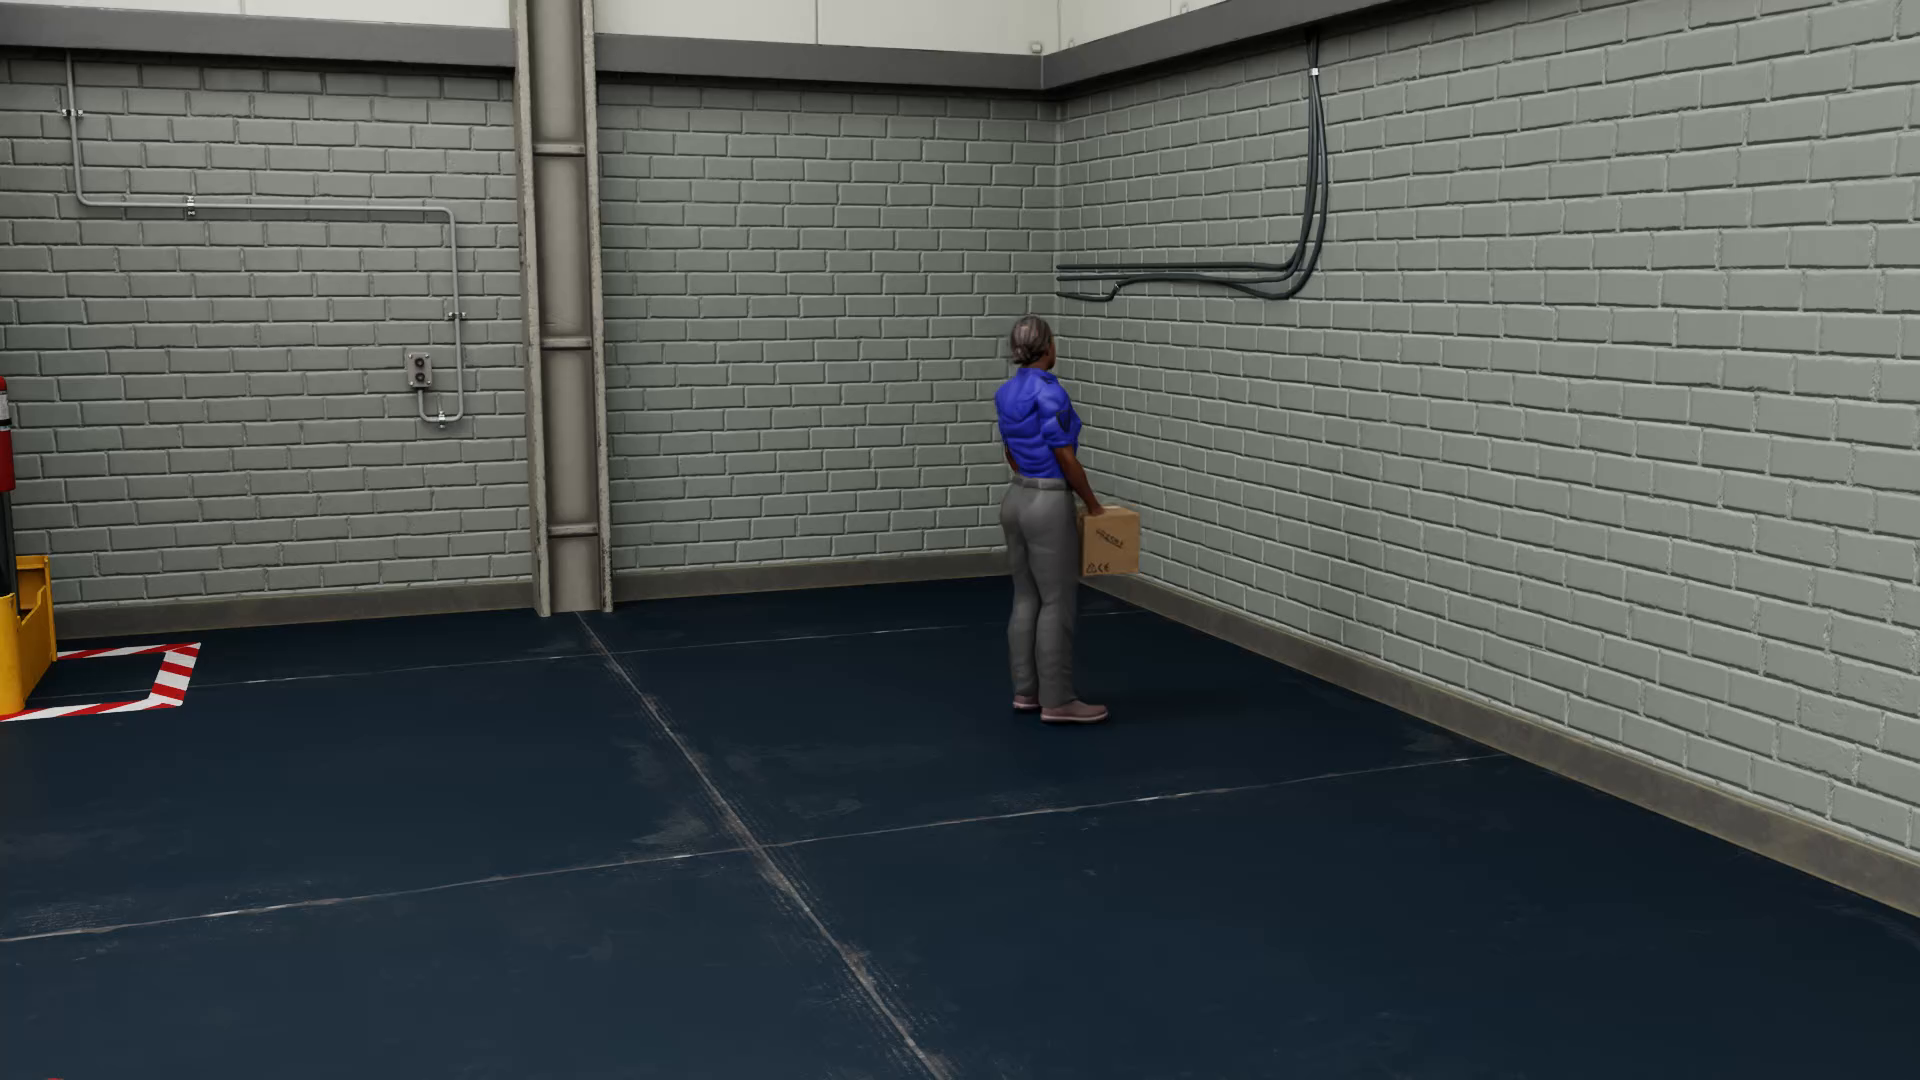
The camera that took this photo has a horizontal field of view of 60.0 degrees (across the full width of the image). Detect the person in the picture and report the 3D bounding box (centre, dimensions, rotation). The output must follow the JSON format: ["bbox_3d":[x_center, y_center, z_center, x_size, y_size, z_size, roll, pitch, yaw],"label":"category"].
[{"bbox_3d":[0.379,-0.092,6.913,0.396,1.662,0.493,-5,10,-29],"label":"person"}]
